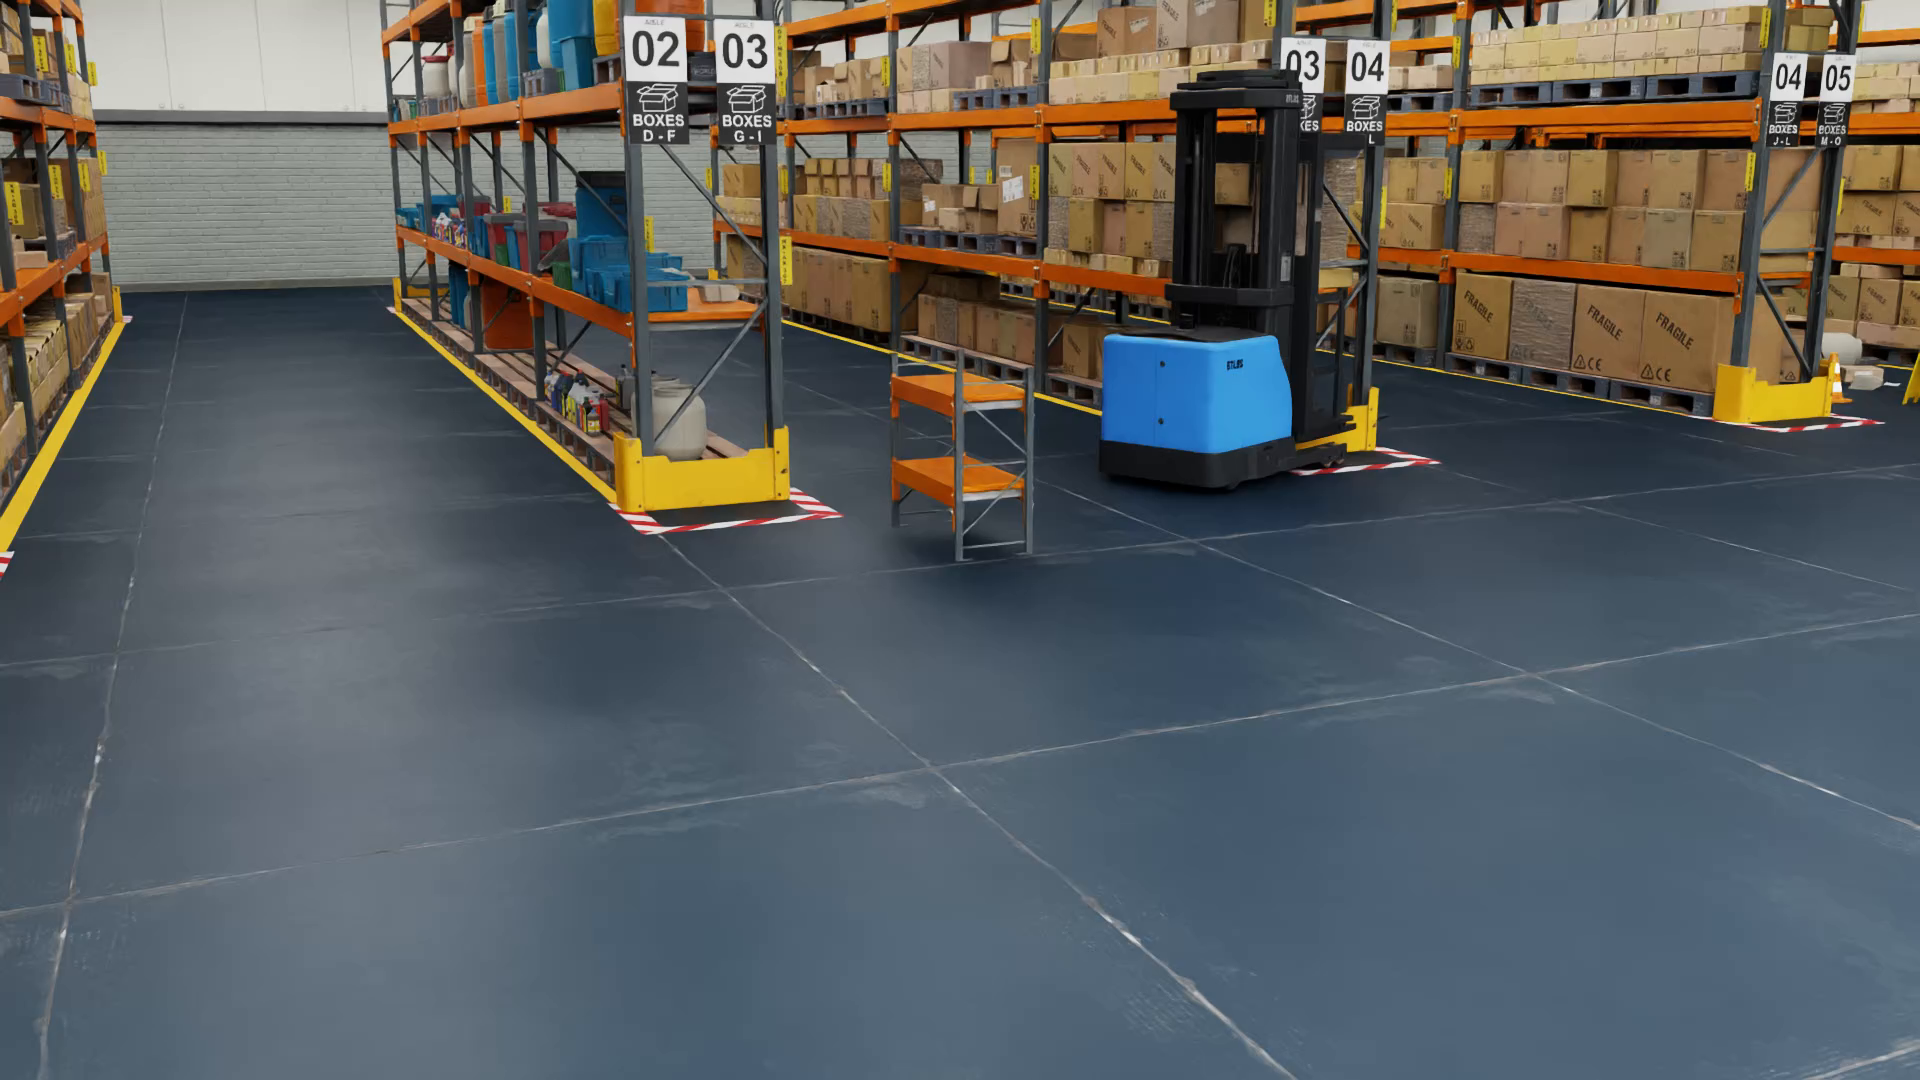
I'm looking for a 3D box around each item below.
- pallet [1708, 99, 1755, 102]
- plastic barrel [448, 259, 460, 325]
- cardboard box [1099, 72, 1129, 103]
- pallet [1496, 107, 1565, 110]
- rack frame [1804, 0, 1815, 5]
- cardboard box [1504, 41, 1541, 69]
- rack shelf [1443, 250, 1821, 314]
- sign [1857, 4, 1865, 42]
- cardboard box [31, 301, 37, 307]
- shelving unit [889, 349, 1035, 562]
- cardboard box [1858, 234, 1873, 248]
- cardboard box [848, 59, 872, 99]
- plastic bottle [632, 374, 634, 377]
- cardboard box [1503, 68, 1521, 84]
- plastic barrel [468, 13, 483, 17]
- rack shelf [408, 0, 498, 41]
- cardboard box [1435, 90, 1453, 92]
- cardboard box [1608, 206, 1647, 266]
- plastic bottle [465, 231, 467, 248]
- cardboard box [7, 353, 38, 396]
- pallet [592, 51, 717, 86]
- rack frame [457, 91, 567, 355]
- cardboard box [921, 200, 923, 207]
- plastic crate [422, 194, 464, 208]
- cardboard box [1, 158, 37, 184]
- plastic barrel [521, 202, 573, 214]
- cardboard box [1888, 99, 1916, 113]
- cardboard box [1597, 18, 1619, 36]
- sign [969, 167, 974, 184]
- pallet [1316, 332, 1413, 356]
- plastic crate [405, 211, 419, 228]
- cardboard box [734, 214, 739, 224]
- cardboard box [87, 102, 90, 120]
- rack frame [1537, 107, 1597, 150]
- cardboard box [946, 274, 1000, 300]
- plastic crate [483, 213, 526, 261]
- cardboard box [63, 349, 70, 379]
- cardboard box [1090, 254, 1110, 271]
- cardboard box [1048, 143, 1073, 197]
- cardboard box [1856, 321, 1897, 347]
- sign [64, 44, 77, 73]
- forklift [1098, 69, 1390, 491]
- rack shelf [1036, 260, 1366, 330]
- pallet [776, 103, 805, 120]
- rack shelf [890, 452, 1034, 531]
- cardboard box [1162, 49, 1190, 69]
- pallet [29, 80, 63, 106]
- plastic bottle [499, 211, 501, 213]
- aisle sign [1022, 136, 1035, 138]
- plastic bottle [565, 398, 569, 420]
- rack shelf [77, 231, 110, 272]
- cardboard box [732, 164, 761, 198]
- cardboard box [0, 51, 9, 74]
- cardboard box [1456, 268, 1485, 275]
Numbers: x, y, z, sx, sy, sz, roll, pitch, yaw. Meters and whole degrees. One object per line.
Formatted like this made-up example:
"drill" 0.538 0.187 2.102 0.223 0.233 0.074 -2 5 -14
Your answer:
"pallet" 10.167 -5.394 20.785 1.213 0.211 1.003 -6 14 -23
"plastic barrel" -6.304 -3.265 21.548 0.600 0.901 0.708 -6 14 -23
"cardboard box" 1.588 -4.051 14.901 0.500 0.250 0.500 -6 14 -25
"pallet" 8.408 -6.210 24.318 1.213 0.211 1.003 -5 14 -20
"rack frame" 13.261 -8.085 25.345 1.000 3.000 0.127 -6 14 -23
"cardboard box" 5.965 -4.975 17.079 0.500 0.250 0.500 -6 14 -23
"rack shelf" 6.623 -2.655 16.784 1.077 0.370 4.000 -6 14 -23
"sign" 7.935 -4.567 14.683 0.100 0.325 0.005 -6 14 -23
"cardboard box" -10.659 -2.412 18.706 0.500 0.500 0.500 -5 14 -22
"shelving unit" -0.003 -0.549 10.249 0.538 1.125 1.048 -6 14 -23
"cardboard box" 10.635 -3.464 19.241 0.380 0.149 0.250 -6 14 -23
"cardboard box" -1.102 -5.822 21.069 0.500 0.500 0.500 -5 14 -20
"plastic bottle" -2.779 -1.361 14.496 0.144 0.351 0.185 -6 14 -24
"cardboard box" 5.860 -4.800 17.208 0.380 0.149 0.250 -6 14 -23
"plastic barrel" -5.129 -5.363 18.354 0.600 0.830 0.708 -6 14 -23
"rack shelf" -5.705 -6.161 19.515 1.077 0.370 4.000 -6 14 -23
"cardboard box" 5.634 -5.247 19.142 0.250 0.149 0.380 -6 14 -23
"cardboard box" 6.884 -2.976 16.245 0.875 0.550 0.550 -6 14 -23
"plastic bottle" -5.457 -3.359 18.488 0.061 0.283 0.133 -6 14 -23
"cardboard box" -7.779 -1.343 13.445 0.500 0.311 0.500 -6 14 -23
"pallet" -1.941 -3.267 11.599 1.003 0.211 1.213 -6 14 -23
"rack frame" -4.904 -3.370 18.280 1.000 3.000 0.127 -6 14 -23
"cardboard box" -0.311 -3.991 20.742 0.500 0.500 0.500 -5 14 -21
"plastic crate" -7.803 -5.017 25.185 0.616 0.435 0.499 -6 14 -23
"cardboard box" -11.486 -4.367 20.147 0.500 0.500 0.500 -6 14 -23
"plastic barrel" -4.440 -3.368 17.969 0.600 0.536 0.708 -6 14 -23
"cardboard box" 10.653 -4.865 18.641 0.380 0.149 0.250 -6 14 -24
"cardboard box" 6.367 -4.927 15.989 0.380 0.149 0.250 -6 14 -23
"sign" 0.128 -4.394 20.312 0.100 0.325 0.005 -6 14 -23
"pallet" 4.951 -2.465 20.552 1.003 0.211 1.213 -6 14 -23
"plastic crate" -7.664 -4.556 23.641 0.416 0.233 0.300 -6 14 -23
"cardboard box" -3.317 -5.033 26.021 0.380 0.149 0.250 -6 14 -24
"cardboard box" -12.011 -5.778 22.364 0.500 0.250 0.500 -6 14 -23
"rack frame" 8.715 -4.713 24.081 1.000 3.000 0.127 -6 14 -23
"cardboard box" 0.152 -2.935 19.305 0.500 0.250 0.500 -4 14 -17
"plastic crate" -4.537 -3.040 16.711 0.402 0.464 0.583 -6 14 -23
"cardboard box" -9.010 -1.702 16.239 0.500 0.250 0.500 -5 14 -22
"cardboard box" 1.432 -2.589 15.462 0.380 0.149 0.250 -6 14 -23
"cardboard box" 1.184 -3.556 15.984 0.500 0.500 0.500 -6 14 -23
"cardboard box" 10.745 -2.387 19.196 0.500 0.250 0.500 -6 14 -24
"sign" -10.539 -5.706 19.700 0.100 0.325 0.005 -6 14 -23
"forklift" 2.362 -2.050 12.726 1.130 2.935 3.031 11 17 39
"rack shelf" 2.038 -2.228 14.938 1.077 0.370 4.000 -6 14 -23
"pallet" -2.286 -6.232 24.190 1.003 0.211 1.213 -6 14 -23
"rack shelf" -0.003 -0.311 10.304 0.538 0.278 1.000 -6 14 -23
"cardboard box" 1.927 -4.046 13.996 0.380 0.149 0.250 -6 15 -26
"pallet" -9.090 -4.161 15.463 1.213 0.211 1.003 -5 14 -20
"plastic bottle" -5.838 -4.012 21.164 0.144 0.351 0.185 -6 14 -23
"aisle sign" 1.261 -7.206 29.089 0.394 0.787 0.004 -6 14 -23
"plastic bottle" -3.191 -1.091 13.663 0.097 0.201 0.097 0 13 0
"rack shelf" -11.847 -3.813 21.787 1.077 0.370 4.000 -6 14 -23
"cardboard box" -3.212 -5.574 25.813 0.500 0.500 0.500 -6 14 -24
"cardboard box" -8.984 -4.321 15.138 0.500 0.250 0.500 -5 14 -21
"cardboard box" 8.161 -4.217 25.720 0.875 0.875 0.875 -5 14 -22
